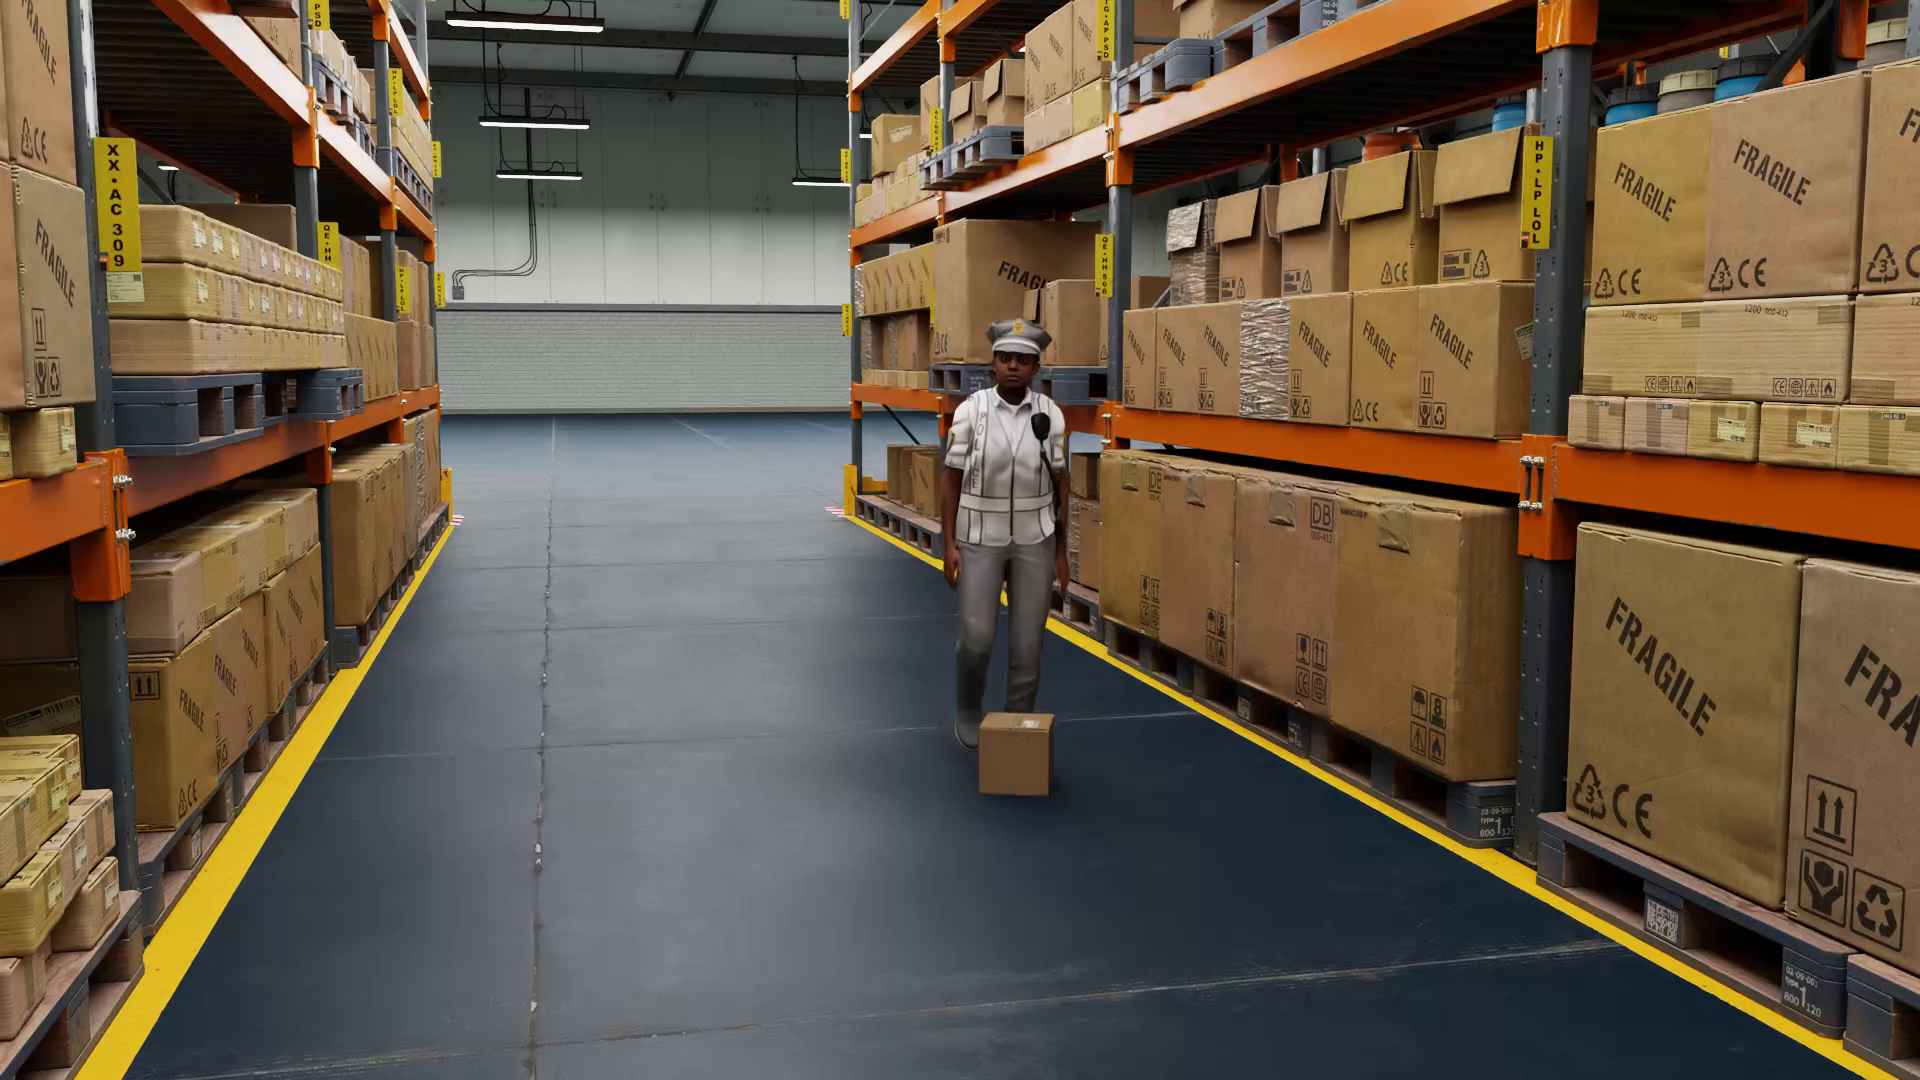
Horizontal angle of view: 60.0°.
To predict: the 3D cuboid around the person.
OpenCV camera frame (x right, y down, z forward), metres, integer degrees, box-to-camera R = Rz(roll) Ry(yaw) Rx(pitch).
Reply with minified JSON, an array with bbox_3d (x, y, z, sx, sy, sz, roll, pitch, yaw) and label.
[{"bbox_3d":[0.165,0.016,6.271,0.480,1.680,0.490,-1,6,-6],"label":"person"}]
